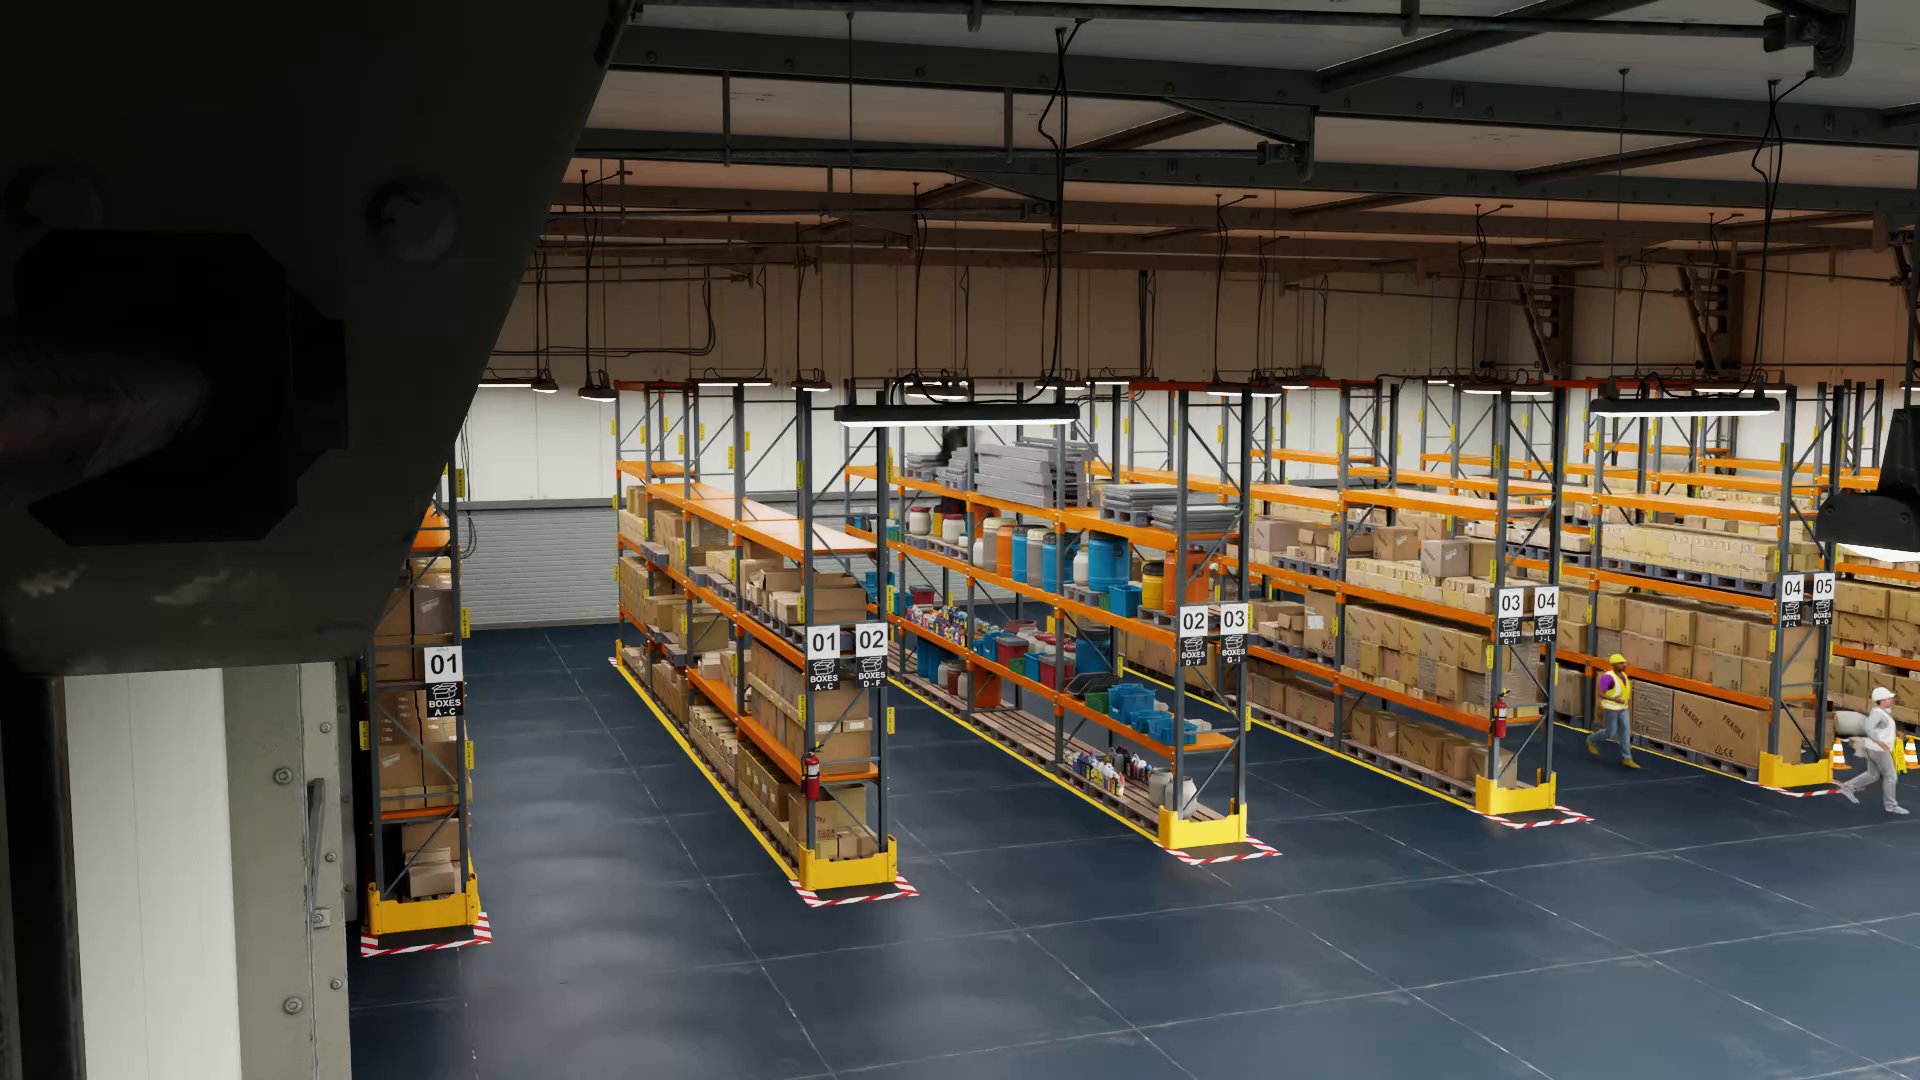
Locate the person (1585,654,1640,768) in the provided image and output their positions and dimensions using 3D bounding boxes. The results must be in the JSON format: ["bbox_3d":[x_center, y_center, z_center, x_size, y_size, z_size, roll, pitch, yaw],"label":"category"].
[{"bbox_3d":[10.343,2.671,26.284,0.698,1.759,0.984,-3,7,-28],"label":"person"}]

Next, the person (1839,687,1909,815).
[{"bbox_3d":[12.945,2.949,23.478,0.883,1.764,0.672,3,7,25],"label":"person"}]

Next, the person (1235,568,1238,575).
[{"bbox_3d":[6.922,1.105,41.443,0.791,1.692,0.779,2,6,16],"label":"person"}]

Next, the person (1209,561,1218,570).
[{"bbox_3d":[5.902,1.185,40.329,0.743,1.744,0.941,5,8,37],"label":"person"}]
